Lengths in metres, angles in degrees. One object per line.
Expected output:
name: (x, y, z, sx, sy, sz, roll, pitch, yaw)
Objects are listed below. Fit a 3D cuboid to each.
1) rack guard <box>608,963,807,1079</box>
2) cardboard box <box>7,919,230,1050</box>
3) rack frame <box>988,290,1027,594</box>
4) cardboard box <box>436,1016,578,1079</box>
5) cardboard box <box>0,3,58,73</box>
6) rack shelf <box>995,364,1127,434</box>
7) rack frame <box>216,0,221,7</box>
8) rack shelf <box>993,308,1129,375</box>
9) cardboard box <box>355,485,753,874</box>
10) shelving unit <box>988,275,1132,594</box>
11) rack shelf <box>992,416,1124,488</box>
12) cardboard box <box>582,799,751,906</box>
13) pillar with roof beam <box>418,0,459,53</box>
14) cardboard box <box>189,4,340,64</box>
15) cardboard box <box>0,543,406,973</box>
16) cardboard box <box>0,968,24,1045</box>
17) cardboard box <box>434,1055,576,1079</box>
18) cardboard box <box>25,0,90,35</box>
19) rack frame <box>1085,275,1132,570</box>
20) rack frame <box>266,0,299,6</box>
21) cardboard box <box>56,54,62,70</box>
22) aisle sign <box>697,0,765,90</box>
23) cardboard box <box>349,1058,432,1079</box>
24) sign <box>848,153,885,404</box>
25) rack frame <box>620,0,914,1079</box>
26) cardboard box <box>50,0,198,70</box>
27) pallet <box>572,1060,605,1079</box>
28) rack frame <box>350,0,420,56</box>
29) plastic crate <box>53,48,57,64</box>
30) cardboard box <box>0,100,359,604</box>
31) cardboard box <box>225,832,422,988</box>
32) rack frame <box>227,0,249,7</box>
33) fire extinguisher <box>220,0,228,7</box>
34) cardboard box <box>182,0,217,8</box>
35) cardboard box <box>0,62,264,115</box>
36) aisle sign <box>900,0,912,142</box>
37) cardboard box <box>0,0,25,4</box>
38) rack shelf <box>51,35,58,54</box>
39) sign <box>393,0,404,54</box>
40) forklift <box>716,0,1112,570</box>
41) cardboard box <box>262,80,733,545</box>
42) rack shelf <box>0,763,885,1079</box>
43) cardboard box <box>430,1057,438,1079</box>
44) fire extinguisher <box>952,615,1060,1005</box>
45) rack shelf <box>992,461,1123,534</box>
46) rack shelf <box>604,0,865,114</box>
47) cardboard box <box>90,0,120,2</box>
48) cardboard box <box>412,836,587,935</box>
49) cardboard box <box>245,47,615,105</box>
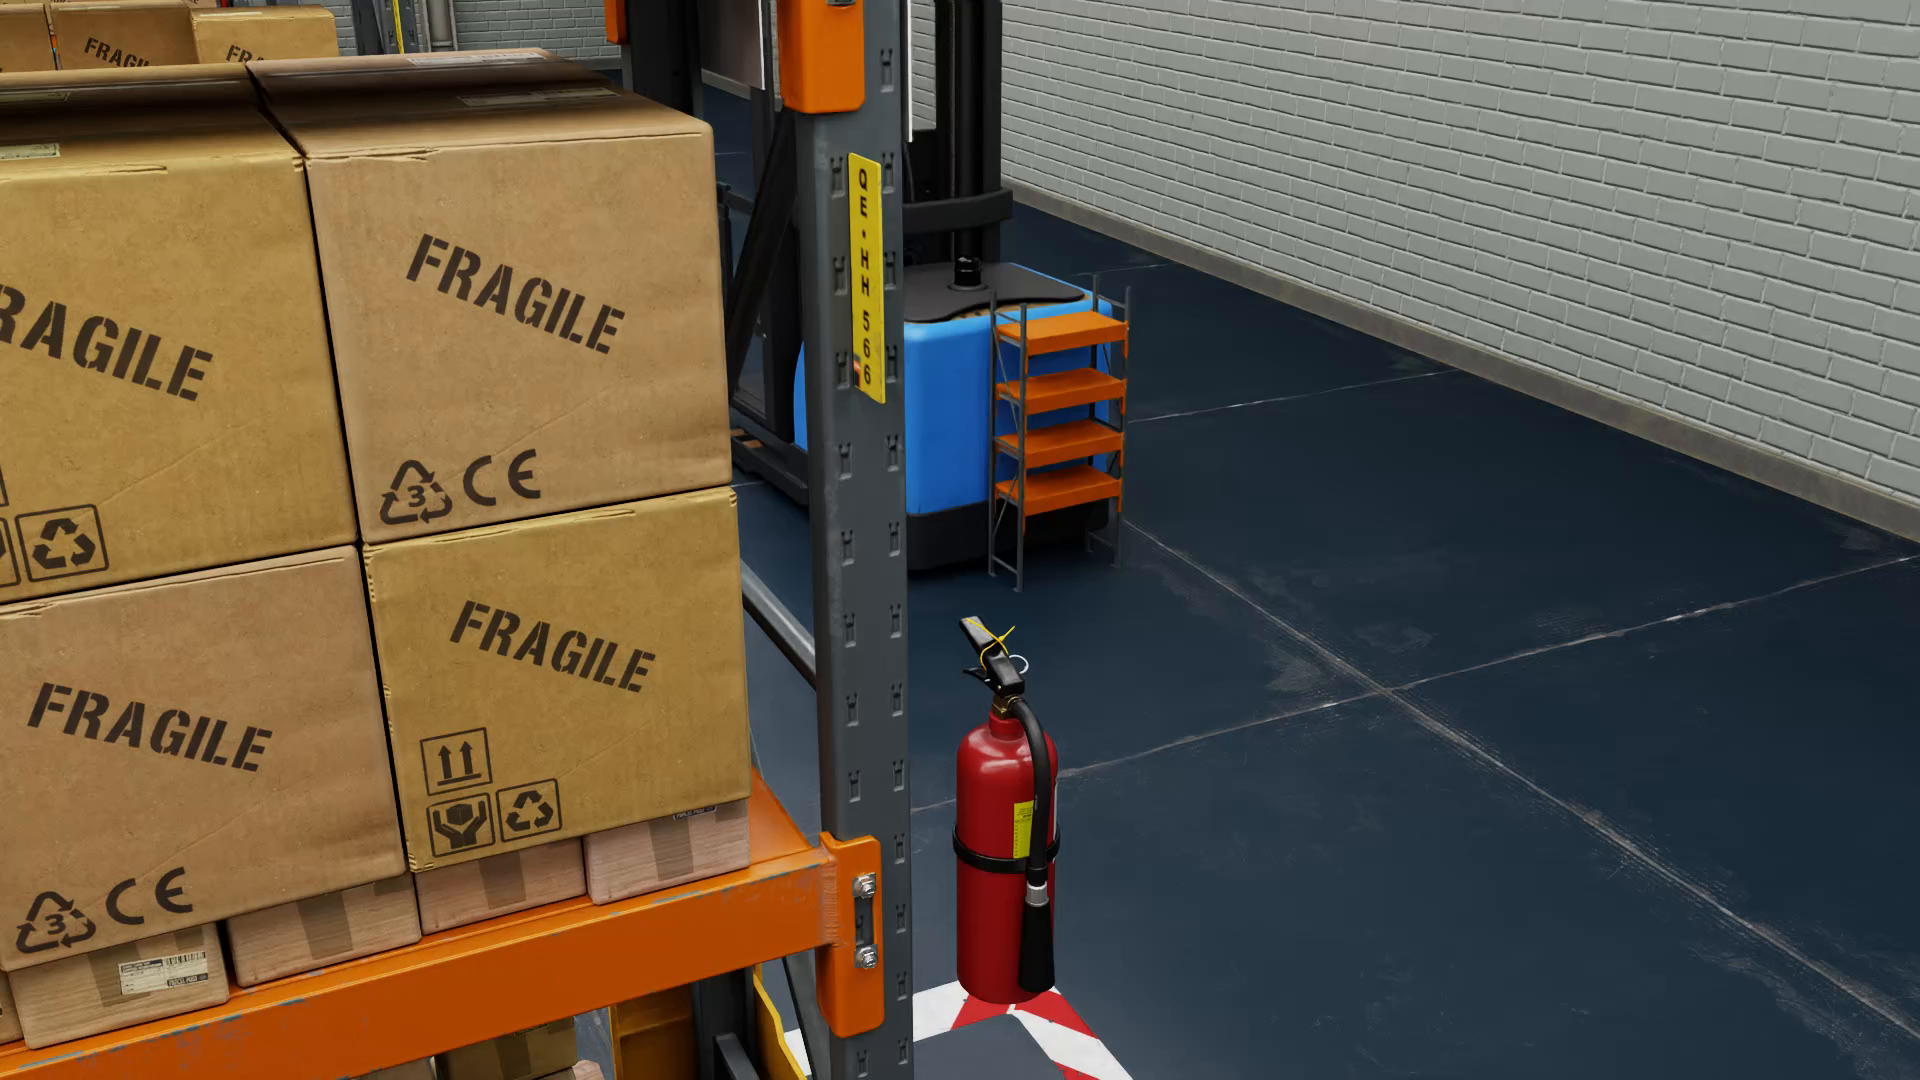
rack guard: (-0.417, 1.302, 3.452, 0.348, 0.500, 1.175, -10, 25, -24)
cardboard box: (-1.199, 0.527, 2.383, 0.250, 0.149, 0.380, -10, 24, -22)
rack frame: (0.186, -0.375, 6.588, 0.015, 1.200, 0.240, -13, 26, -28)
cardboard box: (-0.968, 0.952, 3.428, 0.250, 0.149, 0.380, -12, 25, -26)
cardboard box: (-3.873, -1.849, 6.622, 0.500, 0.500, 0.500, -11, 25, -25)
rack shelf: (0.395, -0.568, 6.644, 0.480, 0.148, 0.258, -13, 26, -28)
rack frame: (-8.853, -6.713, 19.545, 0.127, 3.000, 1.000, -10, 25, -24)
rack shelf: (0.395, -0.786, 6.553, 0.480, 0.148, 0.258, -13, 26, -28)
cardboard box: (-0.642, 0.114, 2.534, 0.500, 0.500, 0.500, -10, 24, -23)
shelving unit: (0.395, -0.423, 6.704, 0.503, 1.200, 0.258, -13, 26, -28)
rack shelf: (0.395, -0.361, 6.729, 0.480, 0.148, 0.258, -13, 26, -28)
cardboard box: (-0.520, 0.402, 2.686, 0.250, 0.149, 0.380, -10, 25, -24)
pillar with roof beam: (-4.929, -8.747, 16.616, 0.400, 9.000, 9.100, -10, 25, -24)
cardboard box: (-2.734, -1.835, 6.588, 0.500, 0.500, 0.500, -10, 25, -23)
cardboard box: (-1.108, 0.197, 2.331, 0.500, 0.500, 0.500, -11, 25, -24)
cardboard box: (-1.450, 0.561, 2.302, 0.250, 0.149, 0.380, -12, 25, -26)
cardboard box: (-0.932, 1.118, 3.416, 0.250, 0.149, 0.380, -9, 24, -21)
cardboard box: (-7.905, -4.716, 14.591, 0.500, 0.500, 0.500, -10, 25, -23)
rack frame: (0.604, -0.471, 6.819, 0.015, 1.200, 0.240, -13, 26, -28)
rack frame: (-4.557, -3.299, 11.297, 0.127, 3.000, 1.000, -10, 25, -24)
cardboard box: (-10.345, -5.435, 19.177, 0.500, 0.500, 0.700, -11, 25, -25)
aisle sign: (-0.413, -1.182, 2.786, 0.004, 0.787, 0.394, -10, 25, -24)
cardboard box: (-1.164, 1.040, 3.217, 0.250, 0.149, 0.380, -10, 24, -23)
sign: (-0.126, -0.352, 2.252, 0.005, 0.325, 0.100, -10, 25, -24)
rack frame: (-0.350, 0.133, 3.007, 0.053, 2.616, 0.949, -10, 25, -24)
cardboard box: (-3.409, -1.937, 6.834, 0.500, 0.500, 0.500, -11, 25, -25)
pallet: (-1.164, 1.558, 3.211, 1.213, 0.211, 1.003, -10, 25, -24)
rack frame: (-2.409, -1.592, 7.174, 0.127, 3.000, 1.000, -10, 25, -24)
plastic crate: (-6.108, -3.103, 10.965, 0.300, 0.233, 0.416, -10, 25, -24)
cardboard box: (-1.110, -0.266, 2.143, 0.500, 0.500, 0.500, -11, 25, -25)
cardboard box: (-0.980, 0.477, 2.505, 0.250, 0.149, 0.380, -11, 25, -24)
rack frame: (-6.702, -5.006, 15.423, 0.127, 3.000, 1.000, -10, 25, -24)
fire extinguisher: (-8.517, -6.371, 19.308, 0.183, 0.674, 0.296, -10, 25, -24)
cardboard box: (-6.987, -4.885, 14.998, 0.500, 0.500, 0.500, -10, 24, -22)
cardboard box: (-1.320, -0.443, 2.570, 0.500, 0.500, 0.500, -10, 24, -22)
aisle sign: (-0.153, -0.976, 2.286, 0.004, 0.787, 0.394, -10, 25, -24)
cardboard box: (-8.359, -4.633, 14.390, 0.500, 0.500, 0.500, -11, 25, -24)
rack shelf: (-8.504, -4.342, 14.759, 4.000, 0.370, 1.077, -10, 25, -24)
sign: (-2.186, -2.047, 6.450, 0.005, 0.325, 0.100, -10, 25, -24)
forklift: (-0.532, -1.751, 7.647, 1.130, 2.935, 3.031, -13, 26, -28)
cardboard box: (-0.653, -0.350, 2.346, 0.500, 0.500, 0.500, -11, 25, -25)
rack shelf: (-2.151, 0.798, 2.340, 4.000, 0.370, 1.077, -10, 25, -24)
cardboard box: (-0.960, 1.234, 3.525, 0.250, 0.149, 0.380, -10, 24, -23)
fire extinguisher: (0.079, 0.460, 2.807, 0.183, 0.674, 0.296, -10, 25, -24)
rack shelf: (0.395, -0.178, 6.805, 0.480, 0.148, 0.258, -13, 26, -28)
rack shelf: (-2.151, -0.588, 1.766, 4.000, 0.370, 1.077, -10, 25, -24)
cardboard box: (-7.453, -4.797, 14.787, 0.500, 0.500, 0.500, -10, 25, -23)
cardboard box: (-0.760, 0.430, 2.618, 0.250, 0.149, 0.380, -10, 25, -24)
cardboard box: (-0.868, -0.528, 2.778, 0.500, 0.500, 0.500, -11, 25, -24)
